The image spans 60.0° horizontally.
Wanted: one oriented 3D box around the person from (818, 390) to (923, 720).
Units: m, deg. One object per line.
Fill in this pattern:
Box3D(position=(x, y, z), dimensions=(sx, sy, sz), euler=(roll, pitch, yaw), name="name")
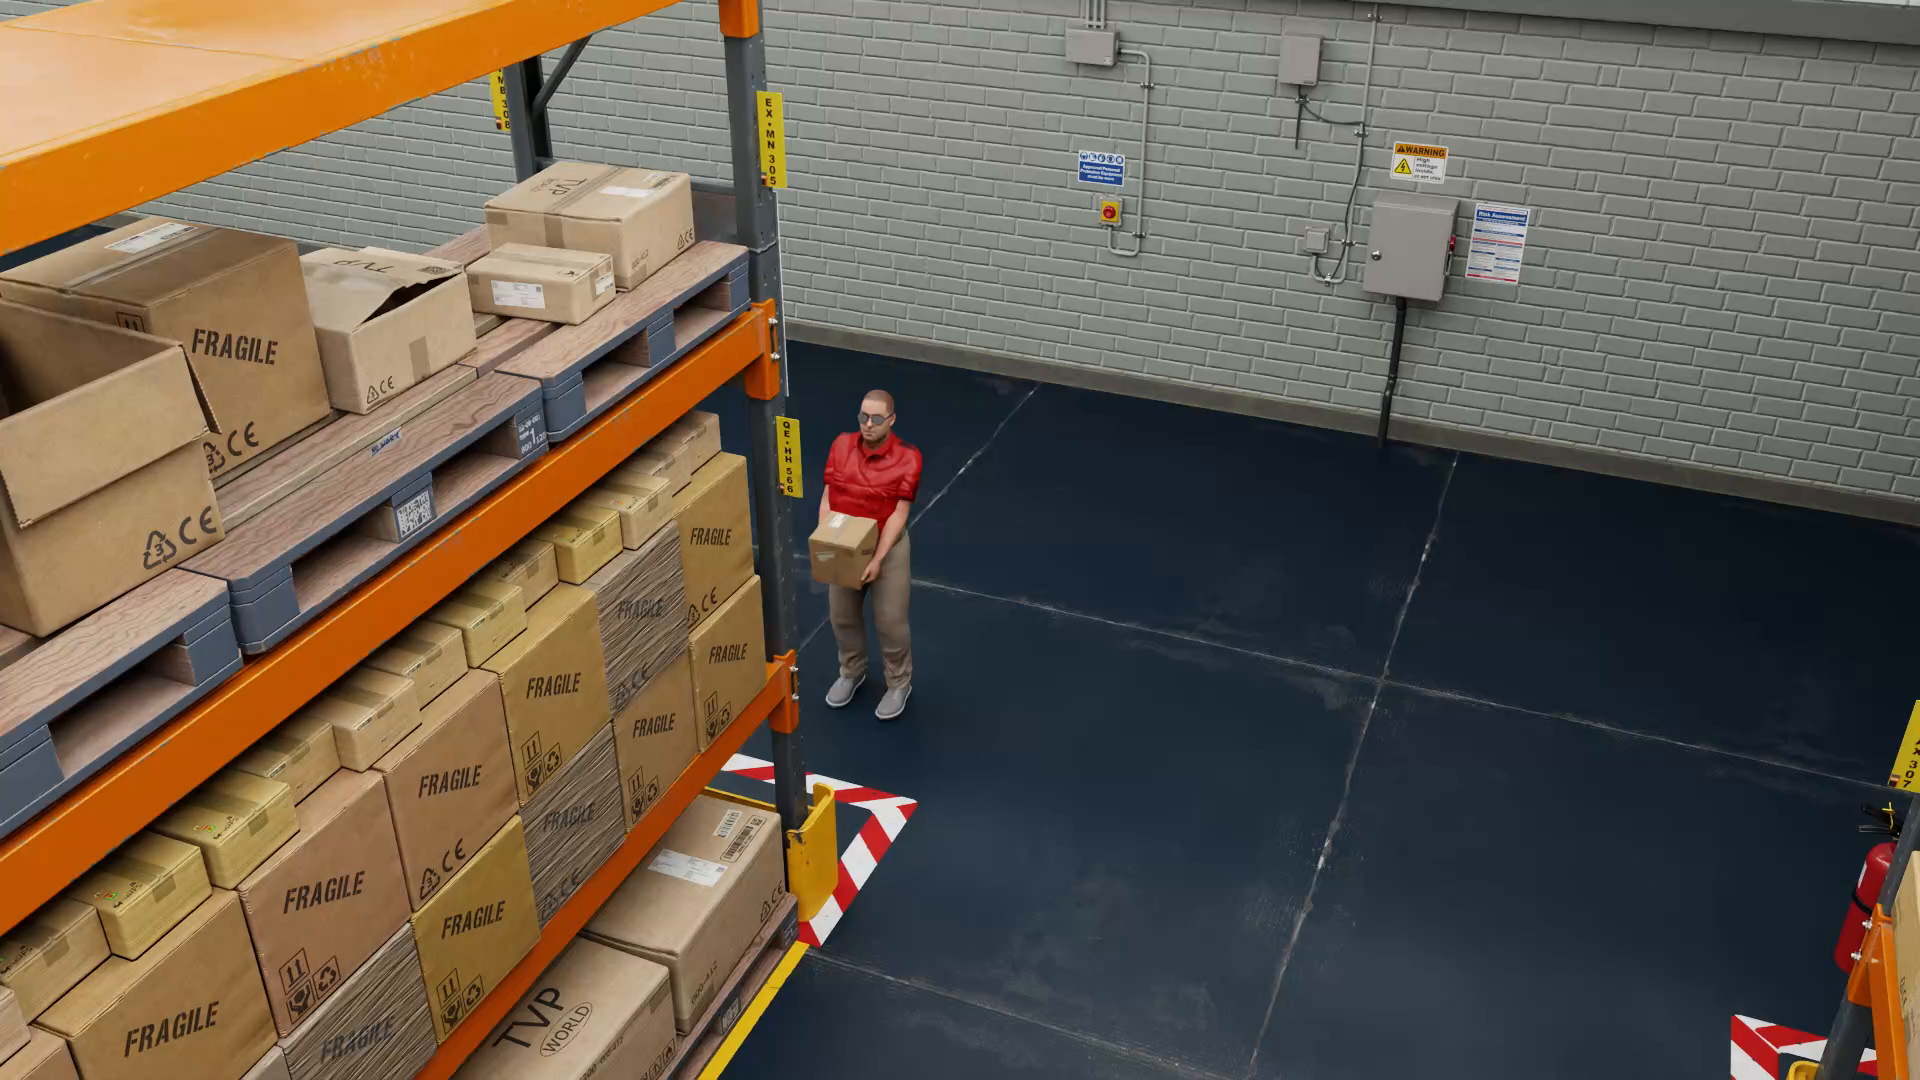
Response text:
Box3D(position=(-0.470, 0.111, 8.231), dimensions=(0.493, 1.712, 0.537), euler=(12, 31, 20), name="person")
